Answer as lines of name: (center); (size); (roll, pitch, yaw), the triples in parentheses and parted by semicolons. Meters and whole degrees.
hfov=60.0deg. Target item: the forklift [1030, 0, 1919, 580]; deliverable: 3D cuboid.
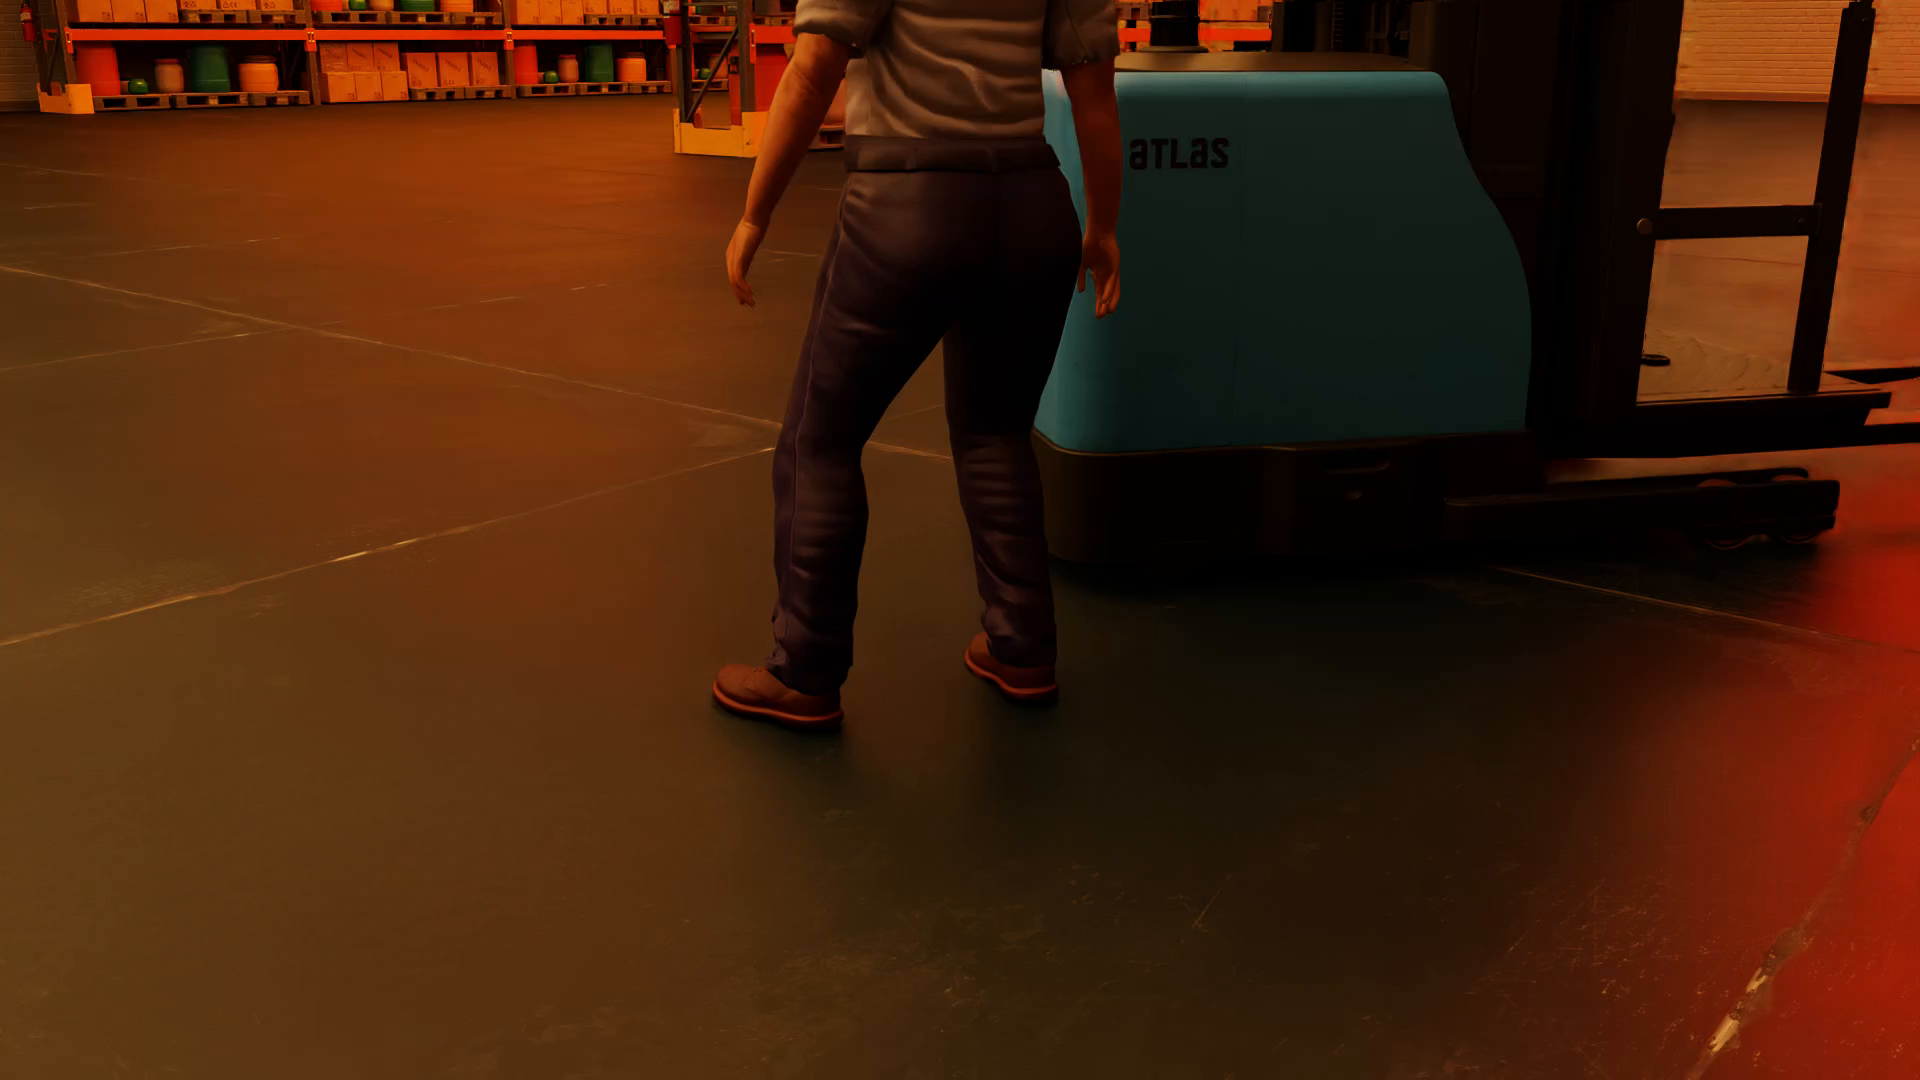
forklift: (1.572, -1.523, 3.915); (3.031, 2.935, 1.130); (-4, 17, -13)

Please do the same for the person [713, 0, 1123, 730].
person: (-0.054, -0.505, 2.816); (0.737, 1.627, 0.391); (-10, 20, -30)
